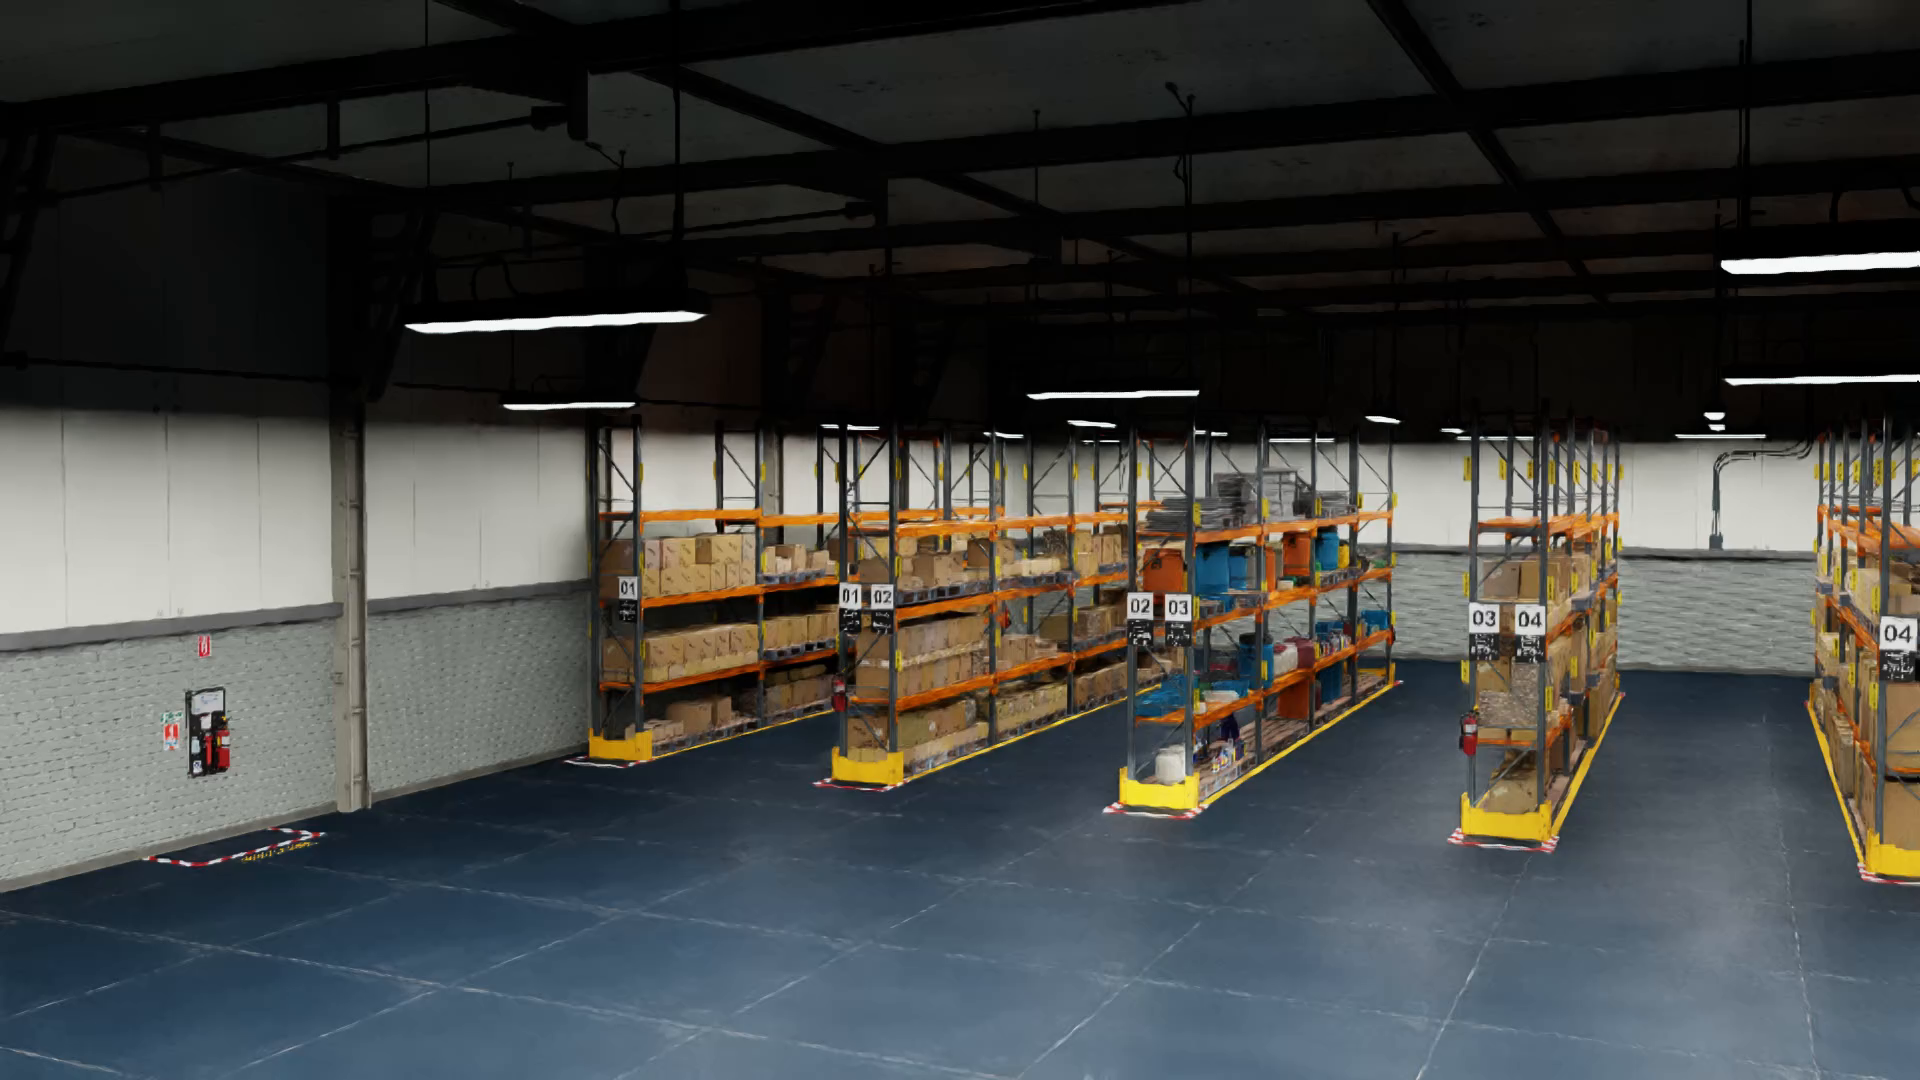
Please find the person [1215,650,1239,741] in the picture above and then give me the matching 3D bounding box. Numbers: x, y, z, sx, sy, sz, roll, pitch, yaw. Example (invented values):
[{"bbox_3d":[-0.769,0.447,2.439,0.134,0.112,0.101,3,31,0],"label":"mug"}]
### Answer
[{"bbox_3d":[4.740,2.776,29.490,0.483,1.629,0.560,1,2,18],"label":"person"}]
